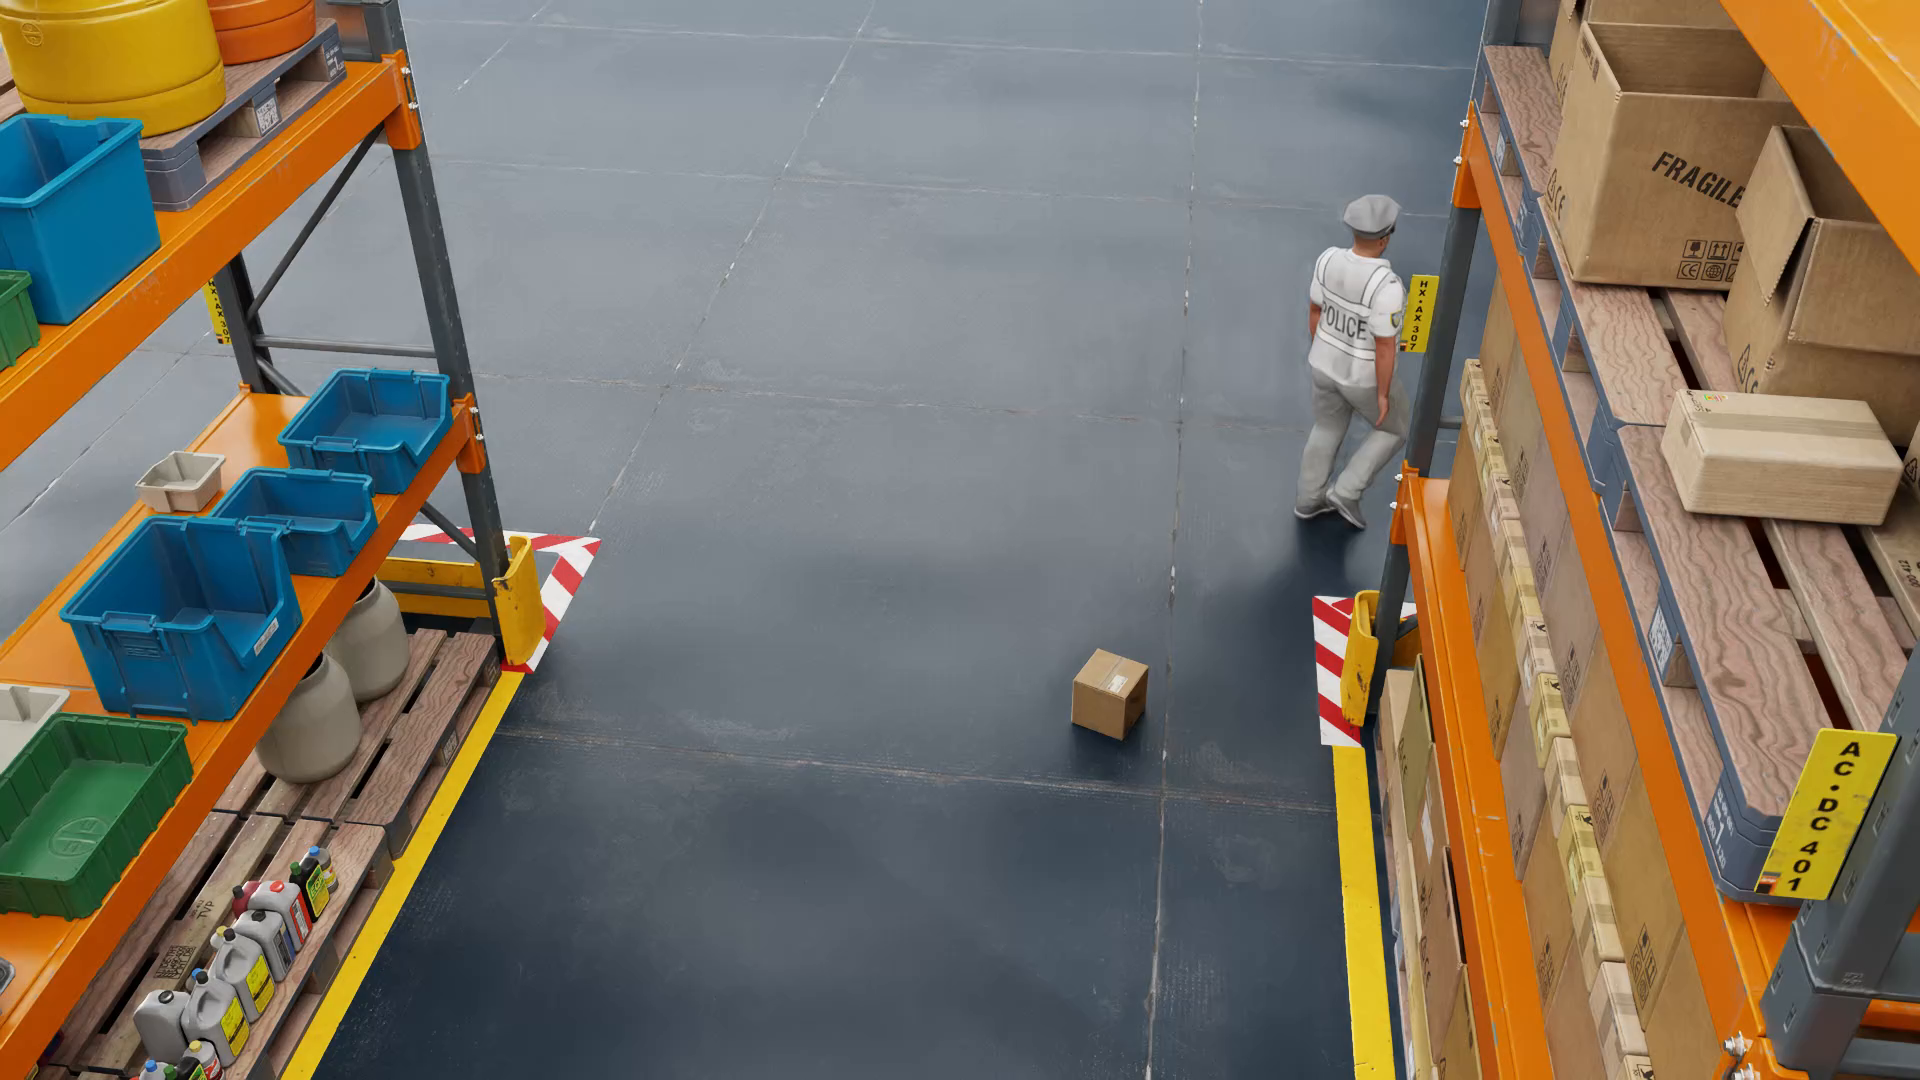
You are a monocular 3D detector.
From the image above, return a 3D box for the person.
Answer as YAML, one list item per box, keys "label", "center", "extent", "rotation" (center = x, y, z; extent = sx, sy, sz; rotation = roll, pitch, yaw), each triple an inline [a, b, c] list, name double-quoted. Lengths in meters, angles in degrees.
- label: "person"
  center: [1.966, -0.844, 8.187]
  extent: [0.464, 1.815, 0.577]
  rotation: [-25, 43, -30]
